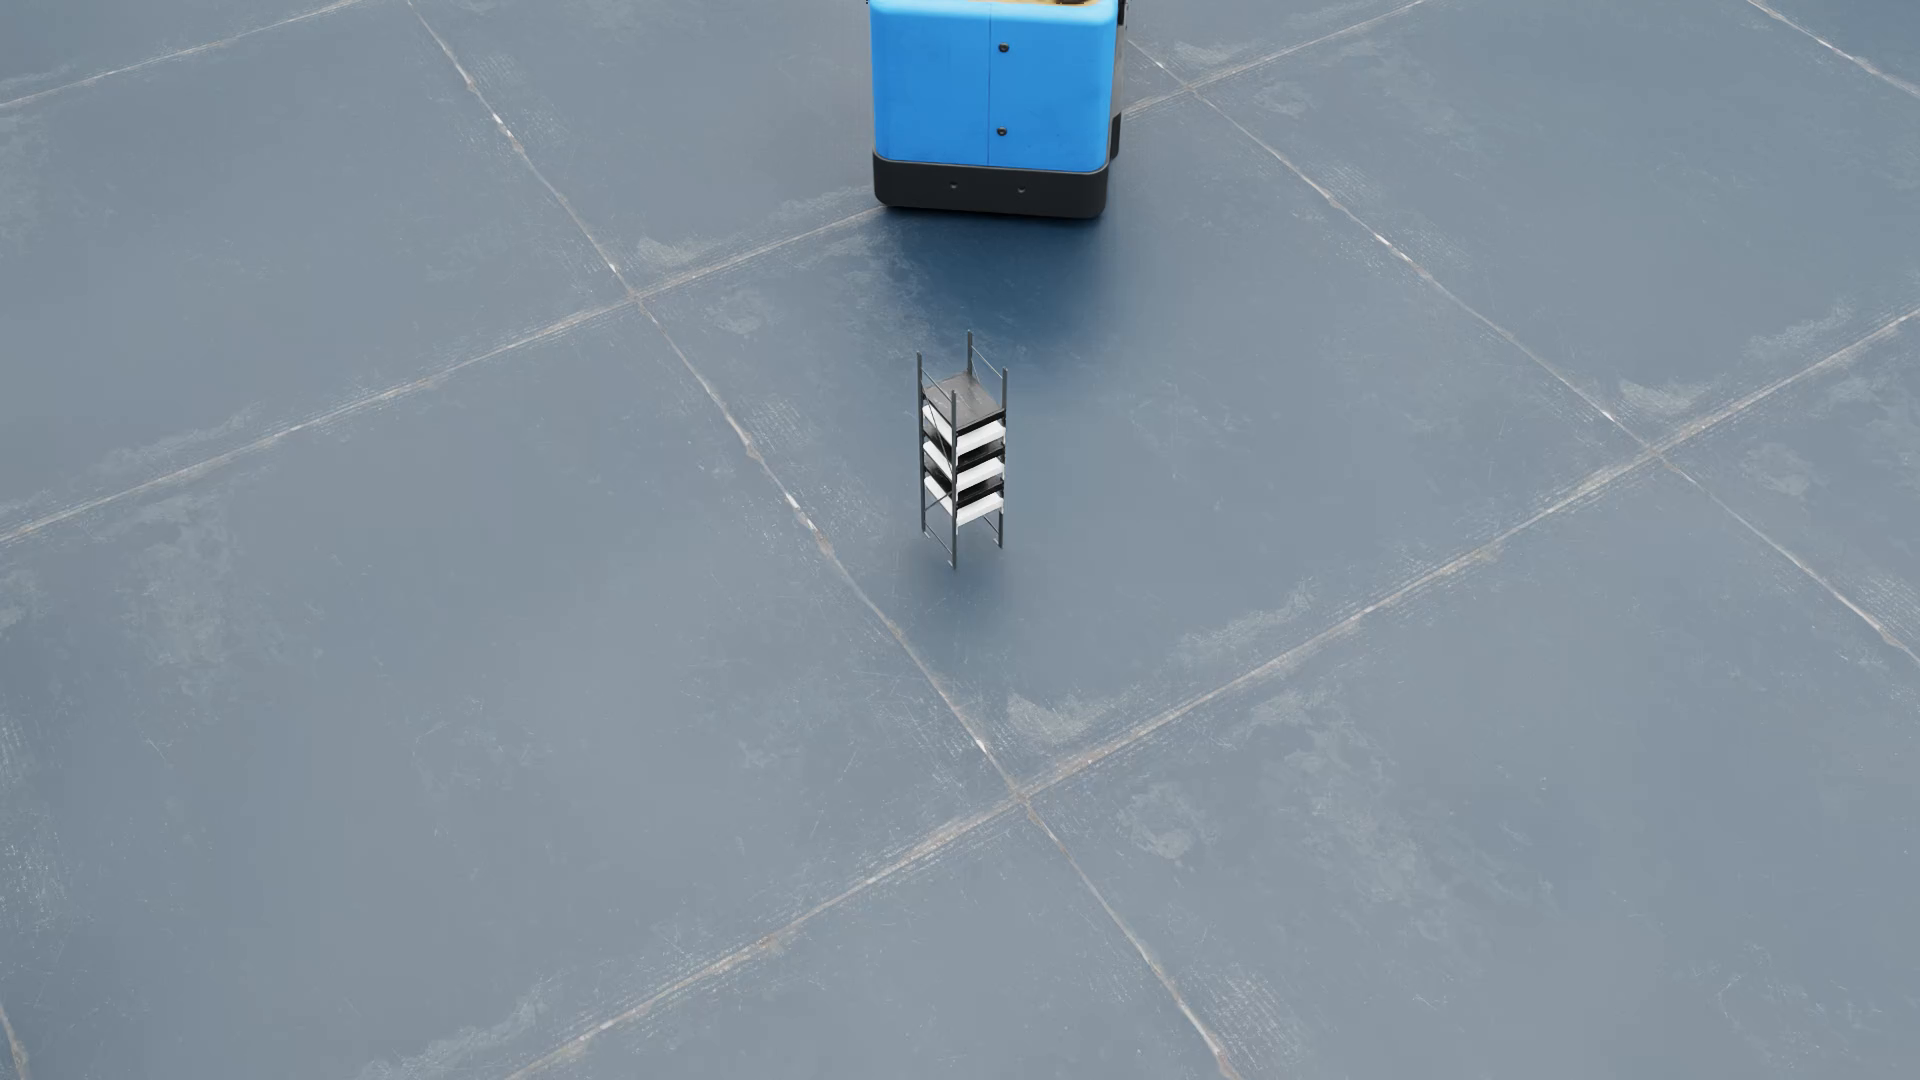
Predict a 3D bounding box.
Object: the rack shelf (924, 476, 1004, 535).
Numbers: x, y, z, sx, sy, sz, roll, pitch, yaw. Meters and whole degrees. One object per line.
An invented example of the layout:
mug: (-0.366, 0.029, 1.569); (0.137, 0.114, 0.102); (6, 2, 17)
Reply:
rack shelf: (0.007, -0.161, 6.076); (0.200, 0.077, 0.258); (-25, 53, -21)

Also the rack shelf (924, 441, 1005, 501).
rack shelf: (0.007, -0.280, 5.942); (0.200, 0.077, 0.258); (-25, 53, -21)

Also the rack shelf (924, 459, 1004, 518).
rack shelf: (0.007, -0.220, 6.009); (0.200, 0.077, 0.258); (-25, 53, -21)

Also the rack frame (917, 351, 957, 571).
rack frame: (-0.079, -0.262, 5.881); (0.006, 0.900, 0.240); (-25, 53, -21)

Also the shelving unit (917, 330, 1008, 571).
shelving unit: (0.007, -0.302, 5.917); (0.210, 0.900, 0.258); (-25, 53, -21)

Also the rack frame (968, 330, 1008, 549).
rack frame: (0.093, -0.343, 5.953); (0.006, 0.900, 0.240); (-25, 53, -21)

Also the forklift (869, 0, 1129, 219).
forklift: (0.284, -3.521, 7.423); (1.130, 2.935, 3.031); (5, 48, 4)

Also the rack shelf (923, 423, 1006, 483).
rack shelf: (0.007, -0.340, 5.874); (0.200, 0.077, 0.258); (-25, 53, -21)

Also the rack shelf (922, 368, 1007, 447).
rack shelf: (0.007, -0.460, 5.740); (0.200, 0.077, 0.258); (-25, 53, -21)

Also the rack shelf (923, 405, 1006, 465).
rack shelf: (0.007, -0.400, 5.807); (0.200, 0.077, 0.258); (-25, 53, -21)
